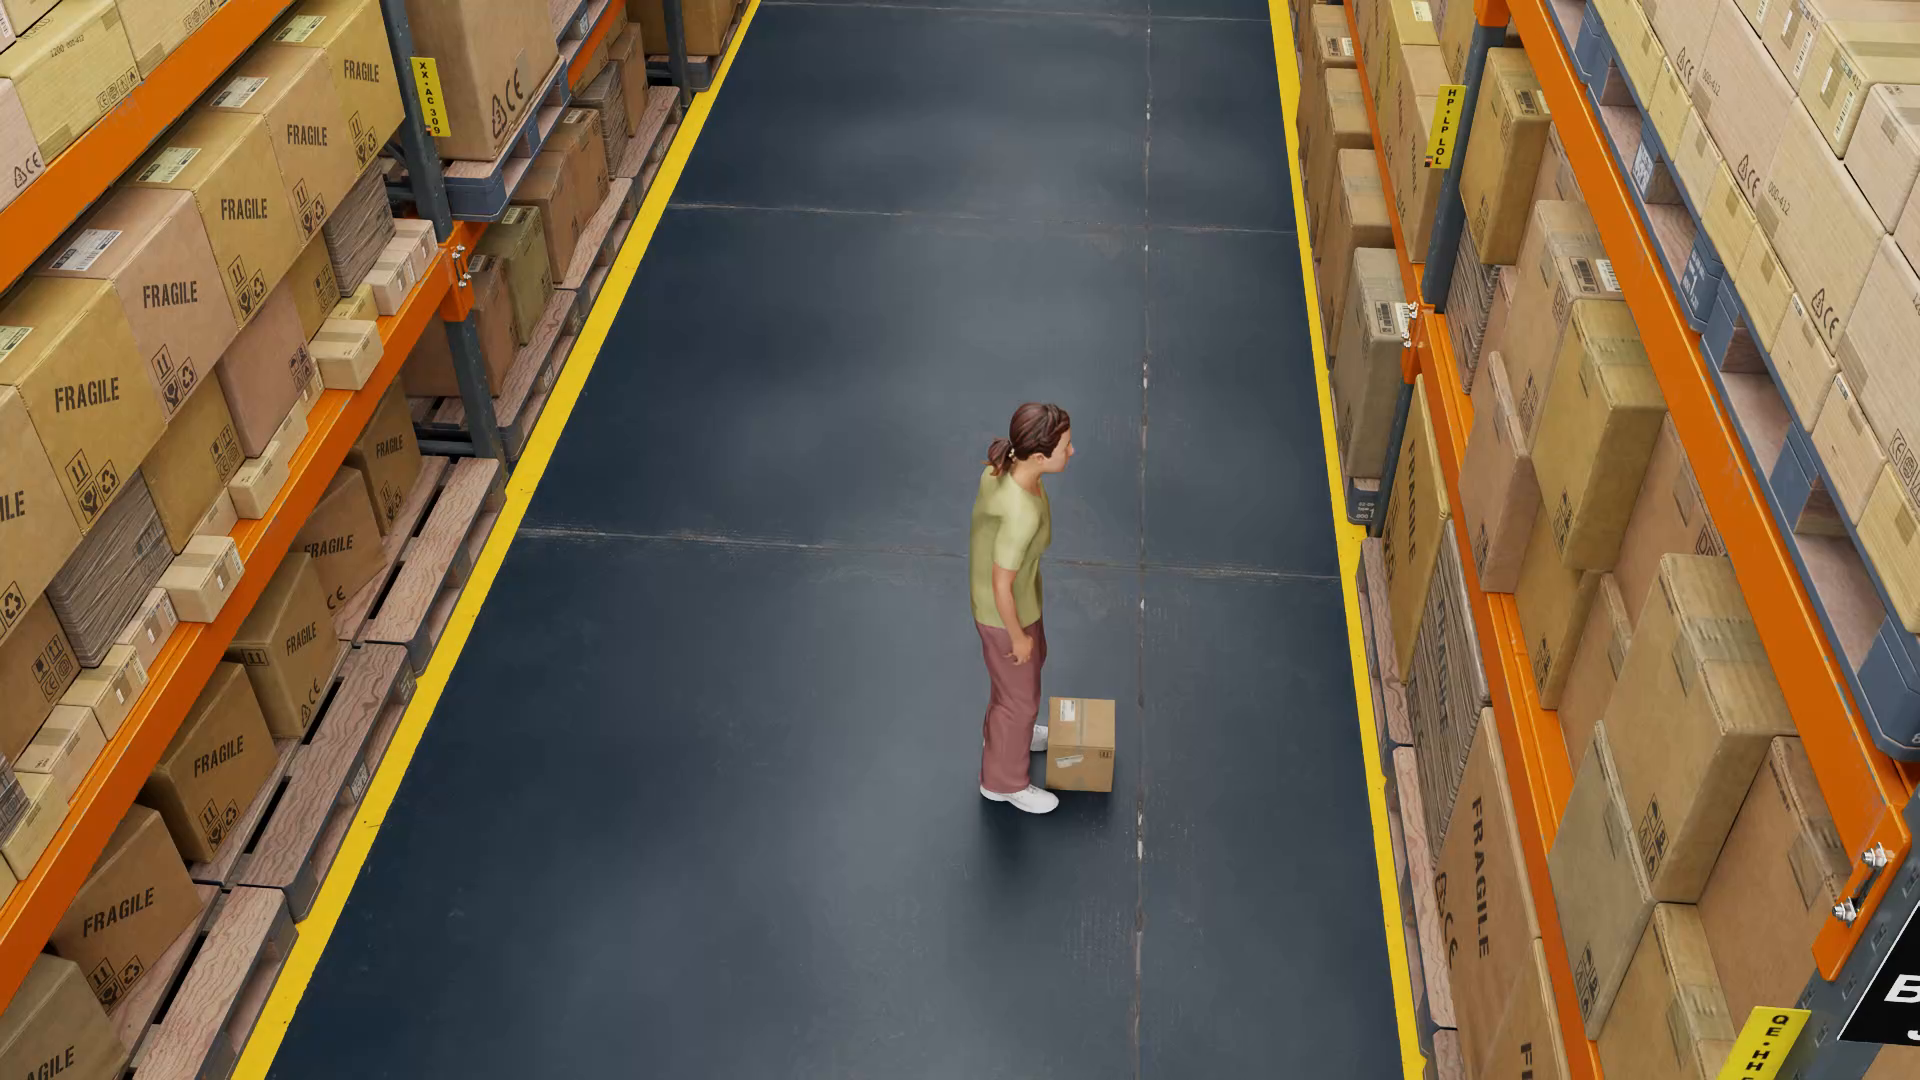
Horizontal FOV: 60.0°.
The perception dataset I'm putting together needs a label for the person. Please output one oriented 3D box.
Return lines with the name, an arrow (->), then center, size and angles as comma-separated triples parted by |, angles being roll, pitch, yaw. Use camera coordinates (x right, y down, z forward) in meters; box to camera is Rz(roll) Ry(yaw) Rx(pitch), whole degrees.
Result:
person -> 0.213, 0.224, 5.893 | 0.367, 1.671, 0.519 | 1, 40, 1
